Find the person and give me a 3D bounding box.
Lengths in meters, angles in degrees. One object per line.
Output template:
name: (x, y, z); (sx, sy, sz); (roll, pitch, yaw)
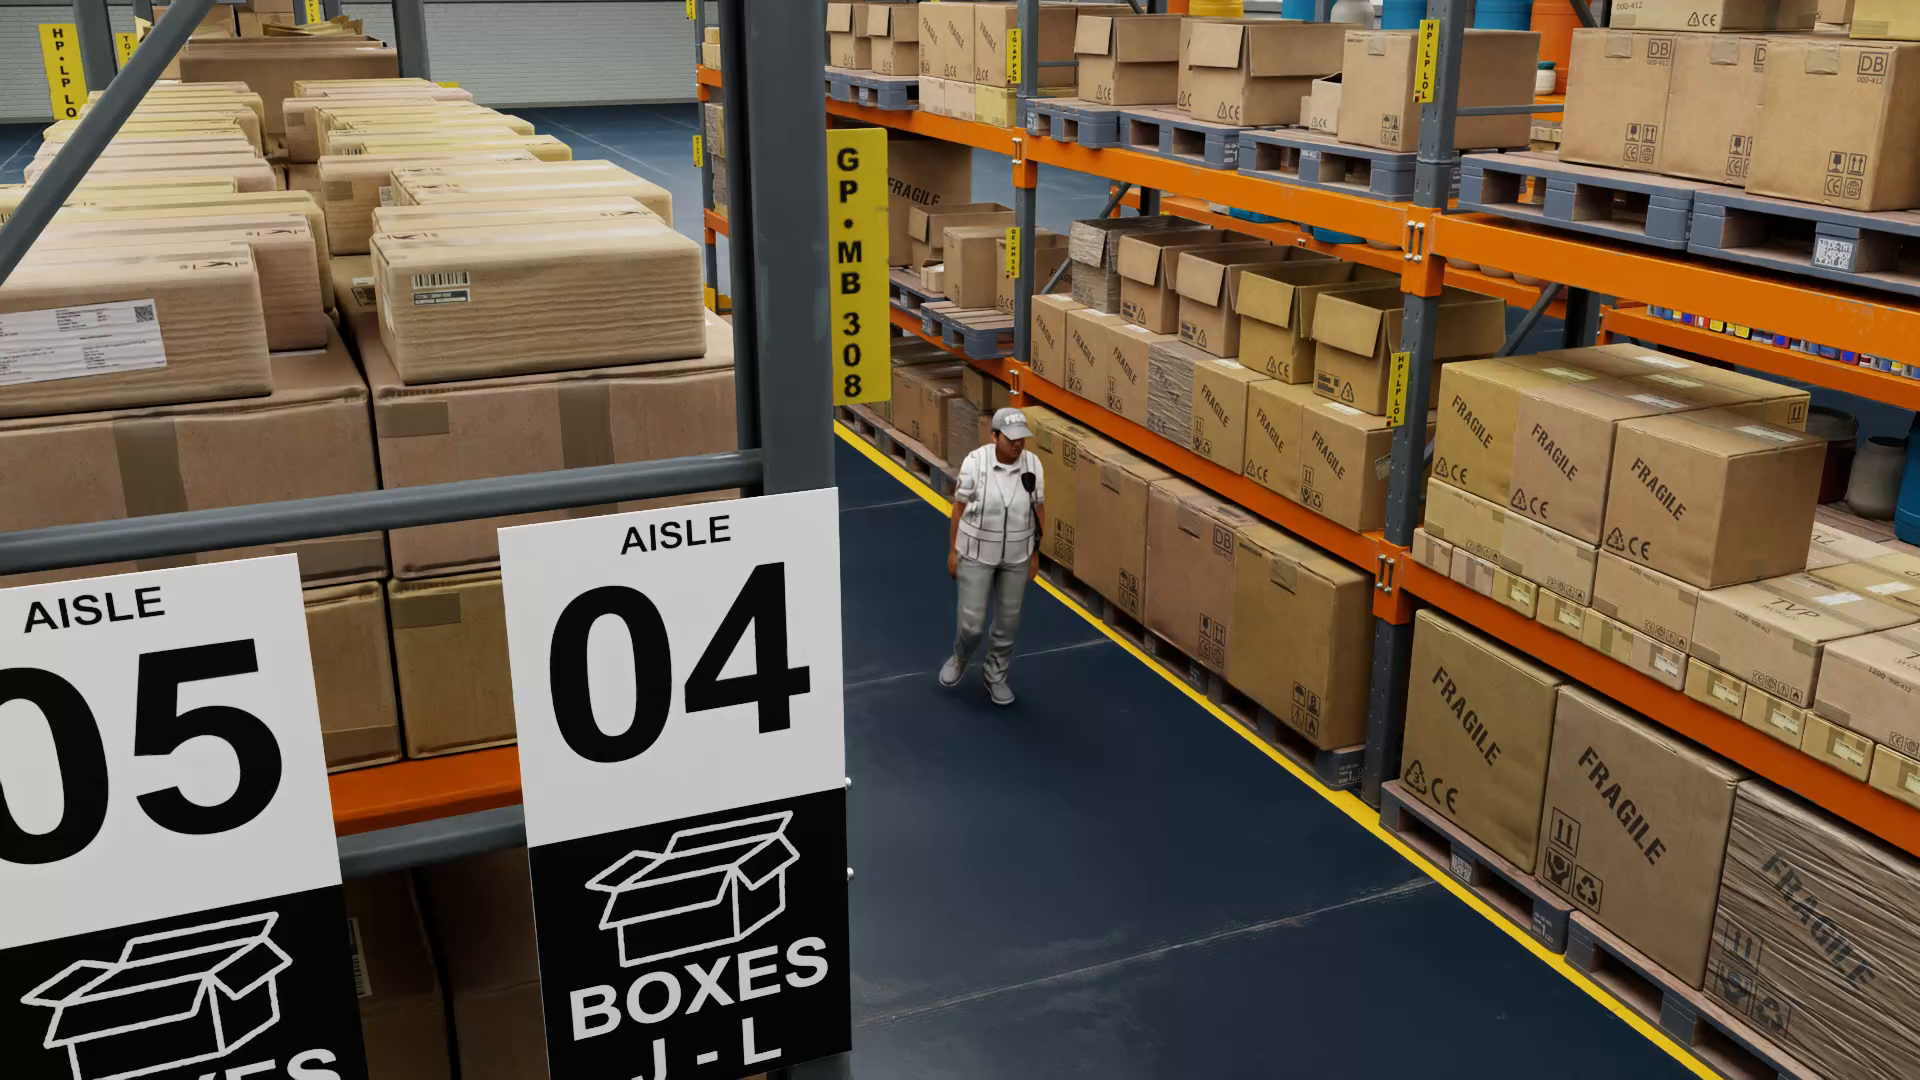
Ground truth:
person: (0.178, 0.084, 8.796); (0.550, 1.654, 0.534); (-5, 19, -13)
